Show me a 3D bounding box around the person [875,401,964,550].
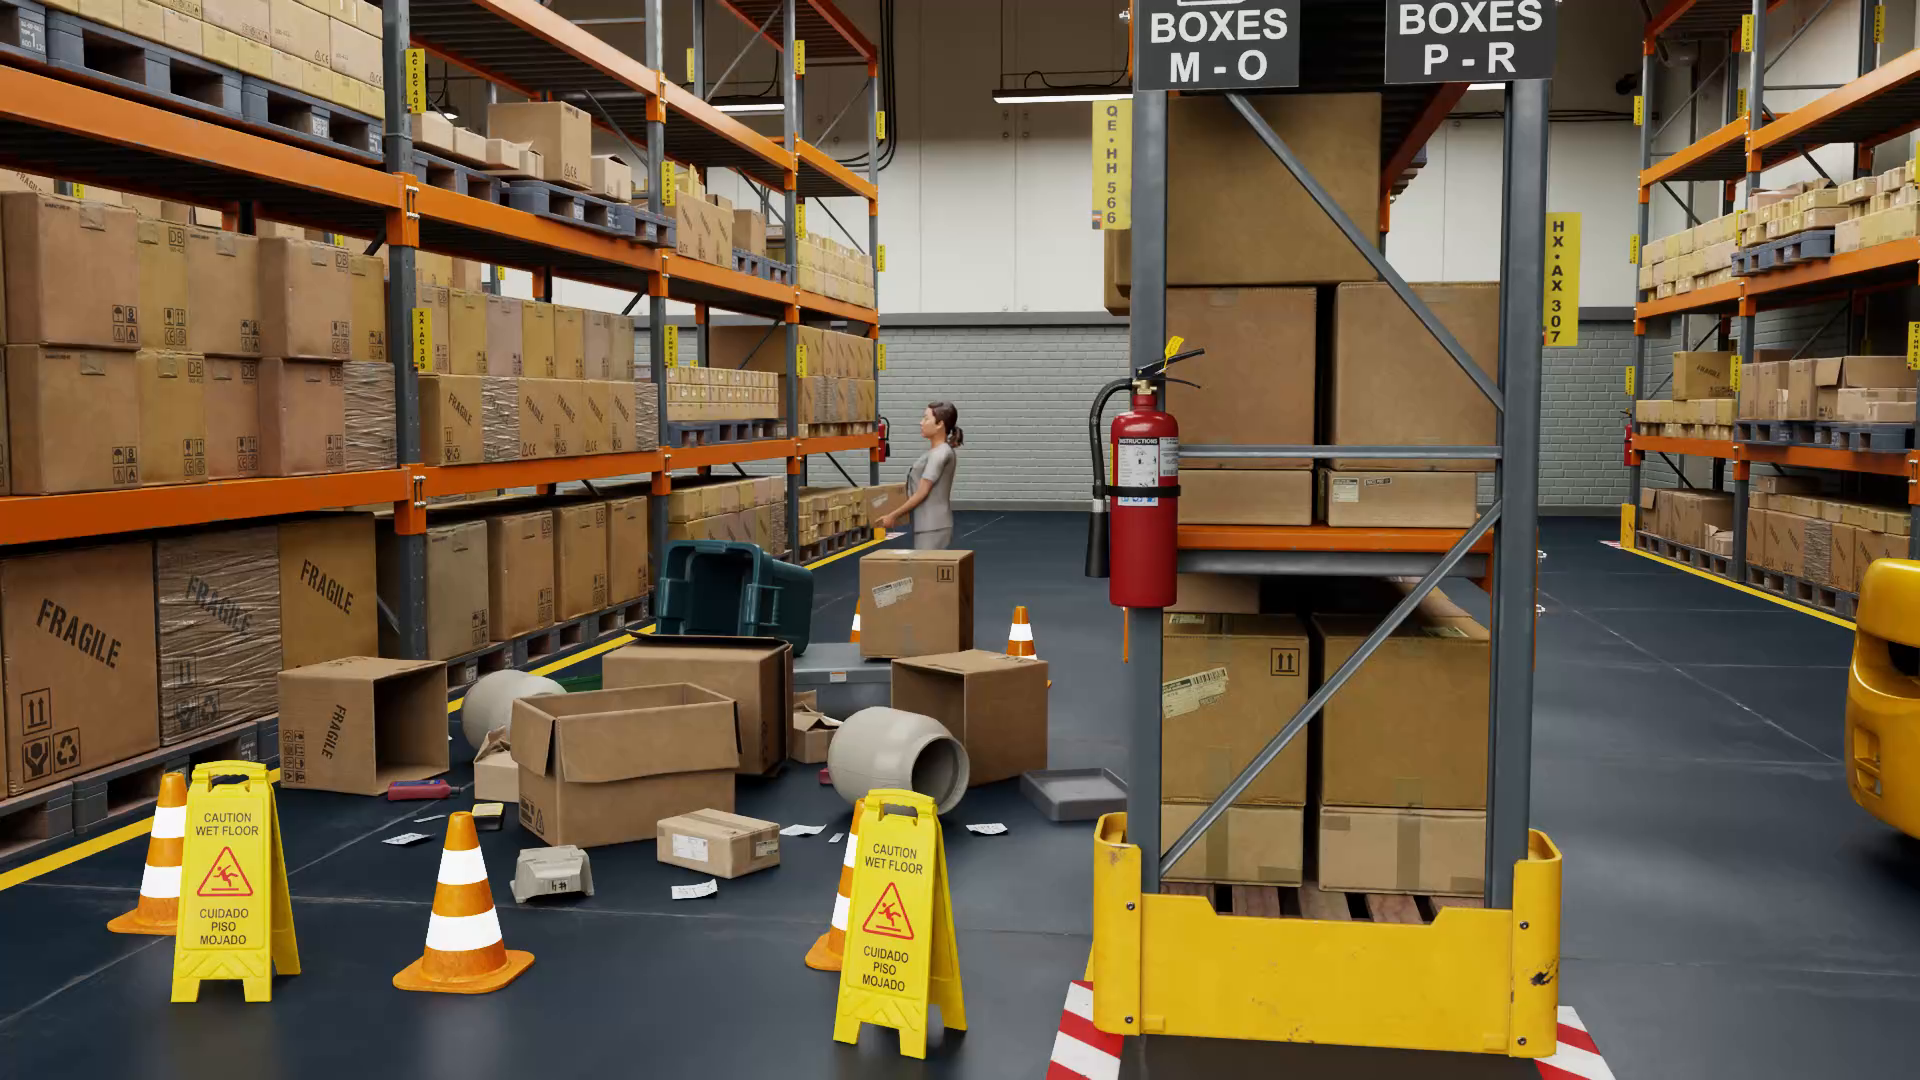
[{"bbox_3d":[-0.246,-0.033,10.356,0.556,1.665,0.436,0,5,0],"label":"person"}]
